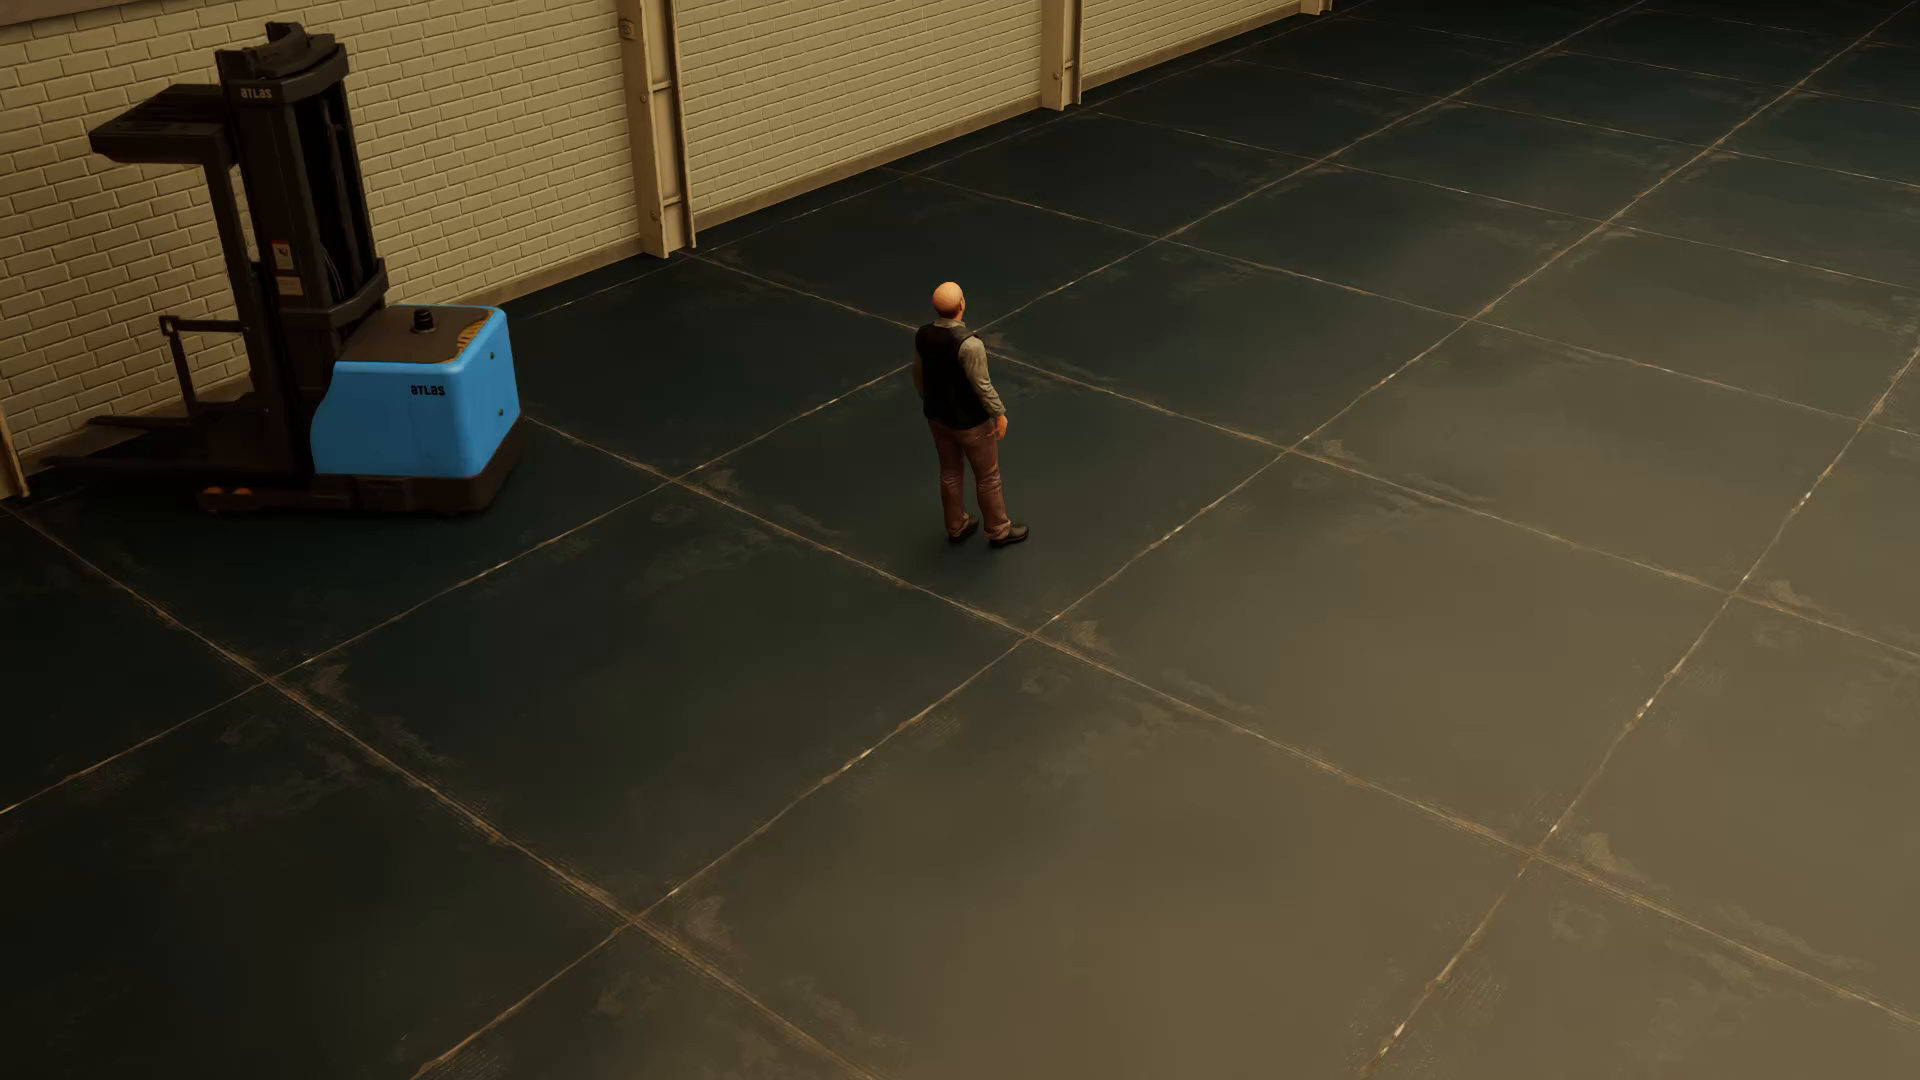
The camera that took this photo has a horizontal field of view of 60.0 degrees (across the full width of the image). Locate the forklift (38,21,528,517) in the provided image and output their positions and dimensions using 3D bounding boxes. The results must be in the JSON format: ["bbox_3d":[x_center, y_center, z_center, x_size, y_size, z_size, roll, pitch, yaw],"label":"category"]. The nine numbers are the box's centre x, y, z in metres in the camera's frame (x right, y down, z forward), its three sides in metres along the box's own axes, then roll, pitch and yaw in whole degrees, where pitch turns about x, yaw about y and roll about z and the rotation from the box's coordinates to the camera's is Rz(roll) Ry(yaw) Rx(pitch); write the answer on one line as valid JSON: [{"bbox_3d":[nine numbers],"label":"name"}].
[{"bbox_3d":[-4.528,-1.697,10.500,3.031,2.935,1.130,2,30,3],"label":"forklift"}]

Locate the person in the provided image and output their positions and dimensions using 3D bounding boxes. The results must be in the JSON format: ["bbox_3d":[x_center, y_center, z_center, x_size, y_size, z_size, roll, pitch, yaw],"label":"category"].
[{"bbox_3d":[0.045,-0.771,10.099,0.632,1.720,0.568,22,37,33],"label":"person"}]
